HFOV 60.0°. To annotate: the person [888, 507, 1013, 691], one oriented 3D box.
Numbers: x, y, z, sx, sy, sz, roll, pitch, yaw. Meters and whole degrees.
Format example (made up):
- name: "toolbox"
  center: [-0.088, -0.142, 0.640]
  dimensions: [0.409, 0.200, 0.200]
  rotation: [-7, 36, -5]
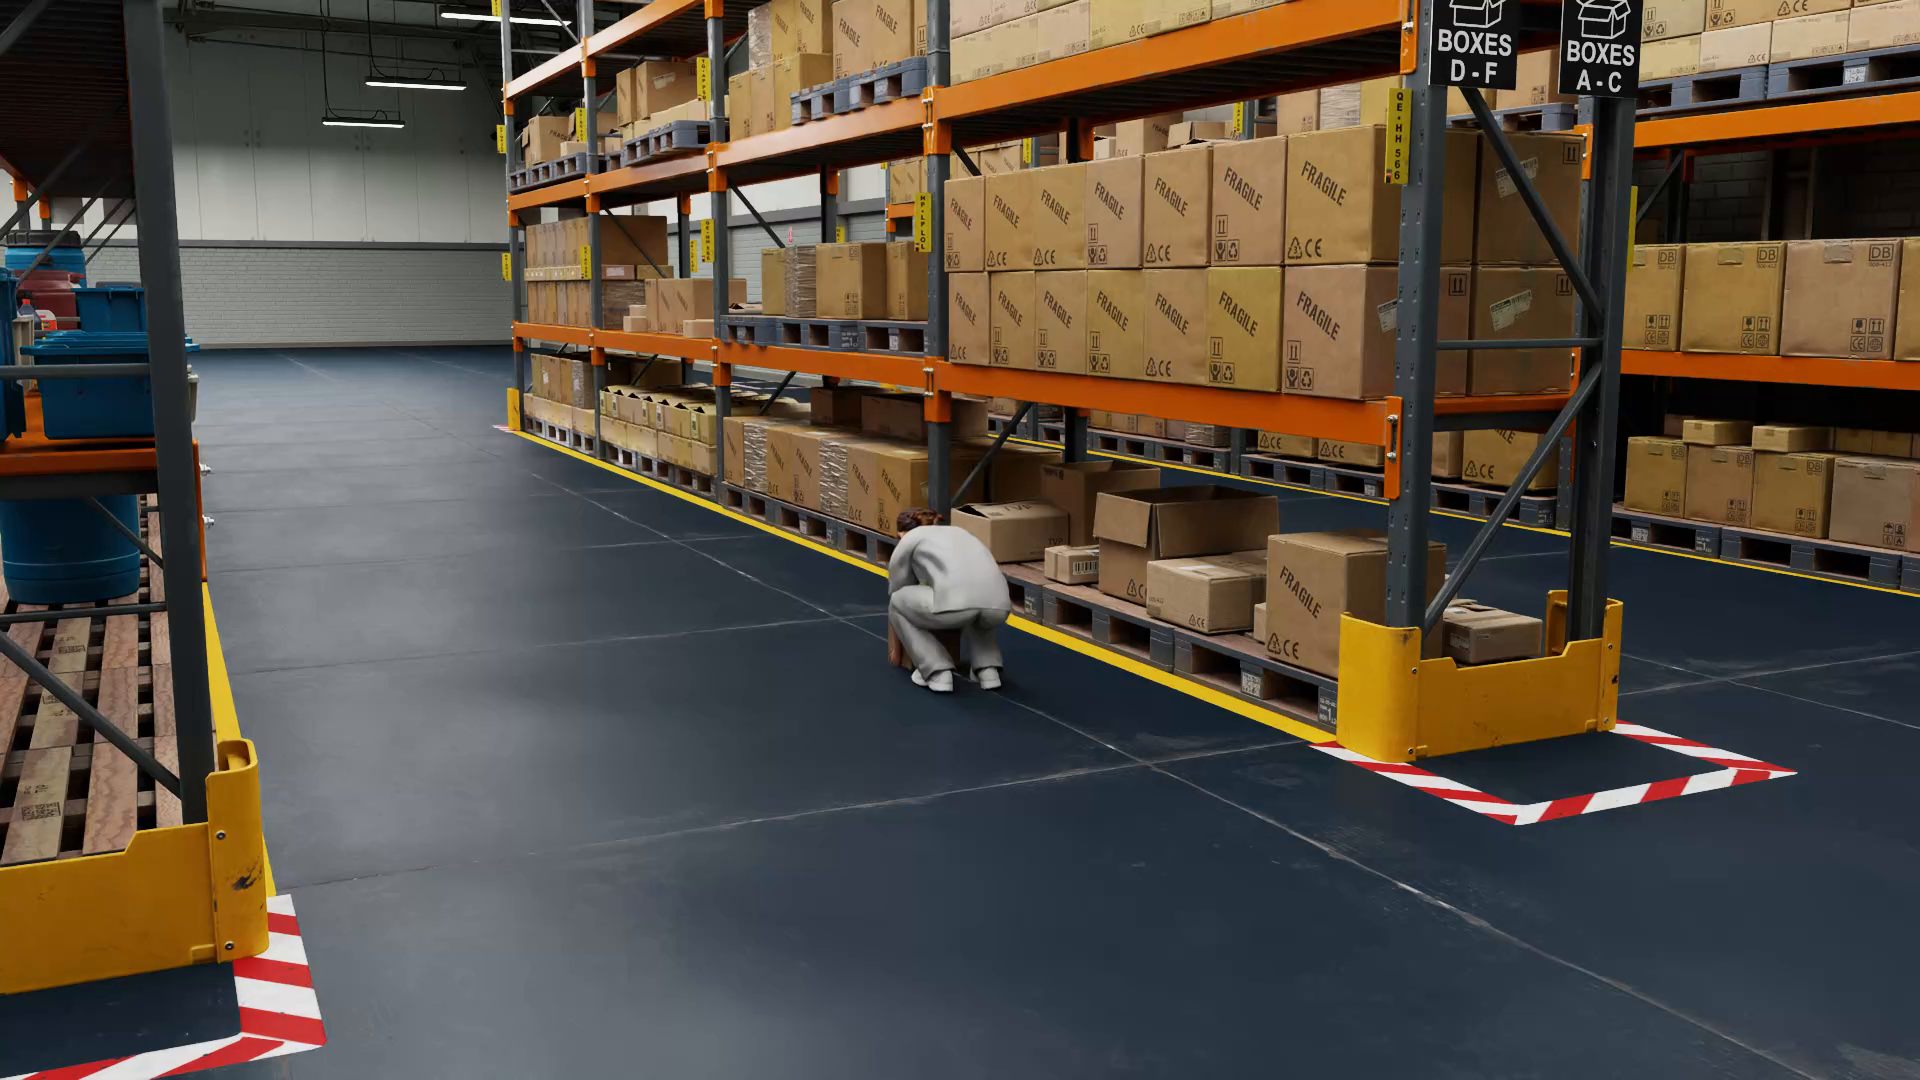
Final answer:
- name: "person"
  center: [-0.064, 0.281, 7.355]
  dimensions: [0.475, 0.822, 0.832]
  rotation: [-3, 9, -19]
